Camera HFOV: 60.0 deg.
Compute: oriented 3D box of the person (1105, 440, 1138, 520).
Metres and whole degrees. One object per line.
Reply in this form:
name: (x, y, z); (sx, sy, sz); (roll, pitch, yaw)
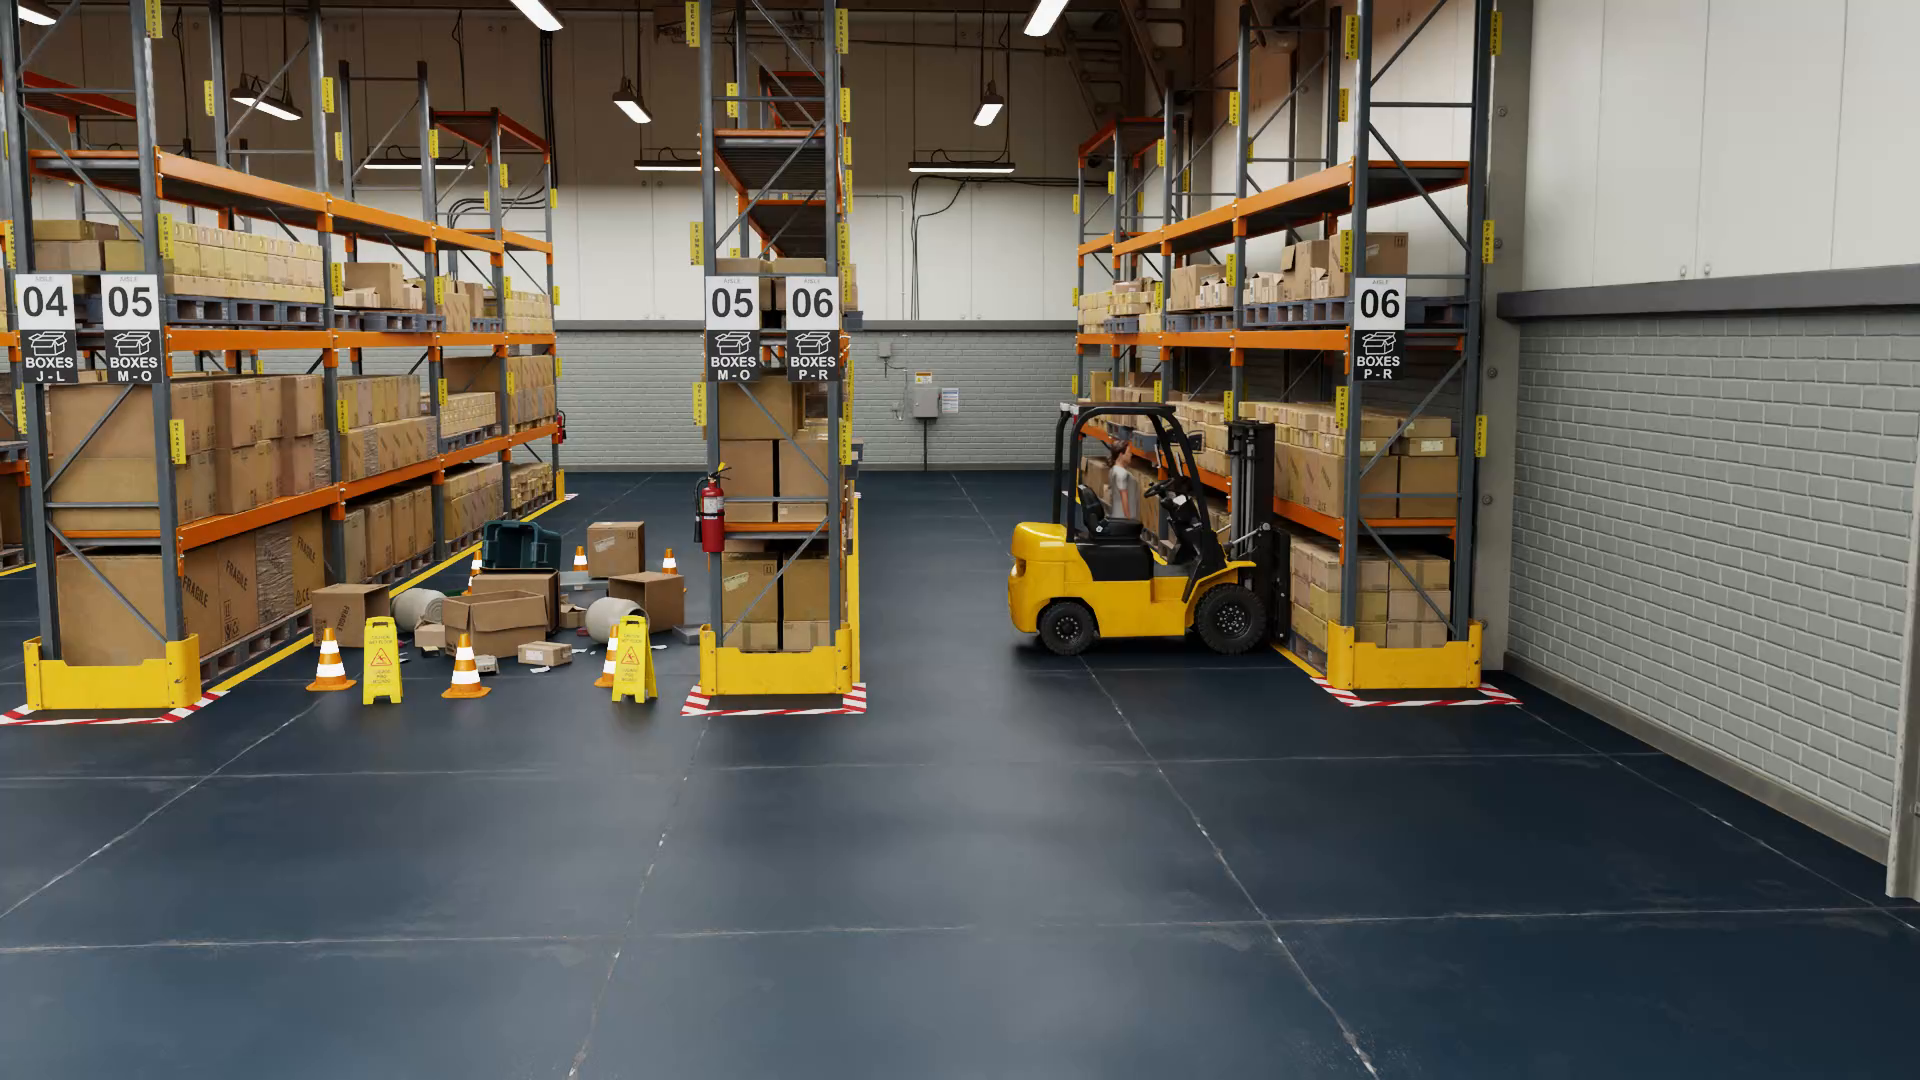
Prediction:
person: (1.750, -0.213, 17.480); (0.536, 1.670, 0.484); (0, 7, -3)
